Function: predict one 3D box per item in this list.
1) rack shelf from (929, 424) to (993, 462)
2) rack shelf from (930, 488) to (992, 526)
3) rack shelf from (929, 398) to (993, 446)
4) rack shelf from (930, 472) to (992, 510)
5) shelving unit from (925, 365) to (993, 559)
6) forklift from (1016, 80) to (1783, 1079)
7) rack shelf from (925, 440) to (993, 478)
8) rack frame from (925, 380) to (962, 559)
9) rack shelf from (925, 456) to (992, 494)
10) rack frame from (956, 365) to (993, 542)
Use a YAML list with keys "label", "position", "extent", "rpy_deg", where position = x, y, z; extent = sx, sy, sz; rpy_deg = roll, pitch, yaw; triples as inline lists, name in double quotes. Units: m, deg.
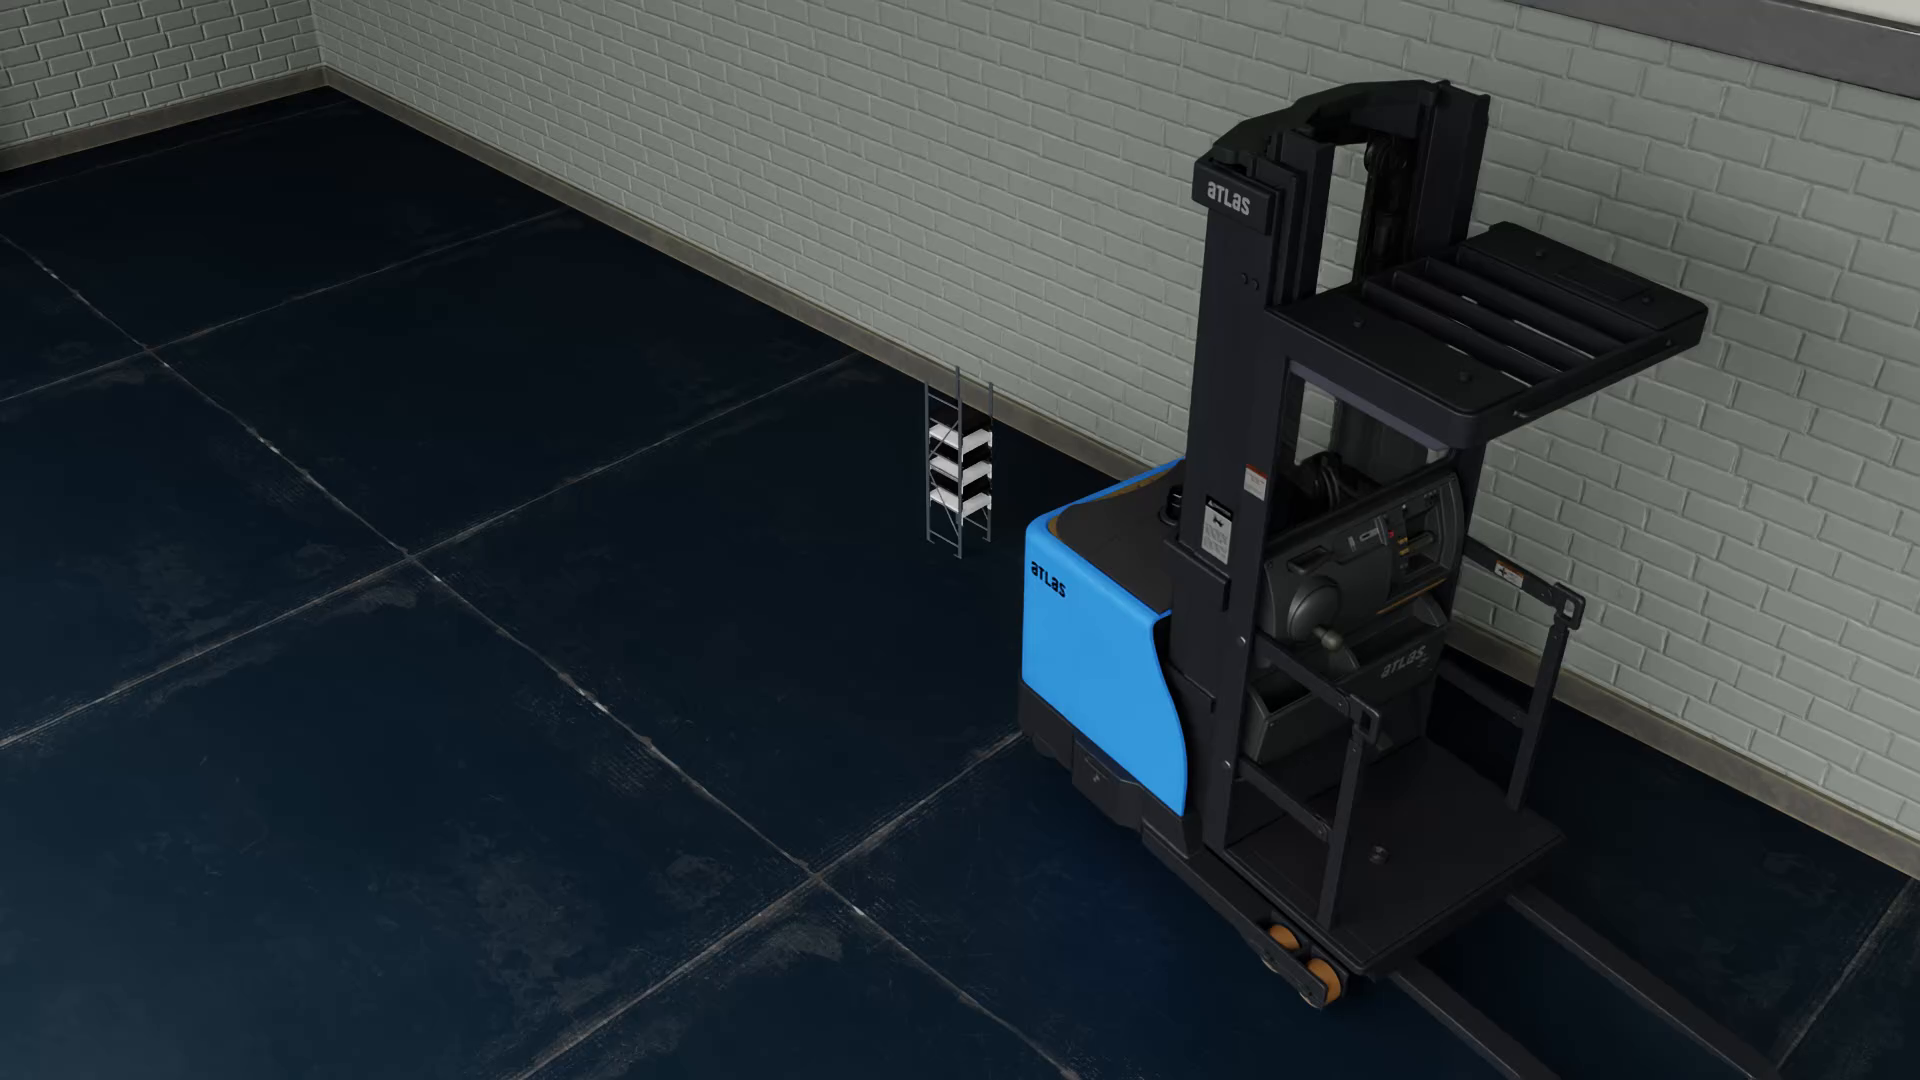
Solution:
- label: "rack shelf"
  position: [-0.006, -0.486, 7.904]
  extent: [0.258, 0.077, 0.200]
  rpy_deg: [30, 45, 35]
- label: "rack shelf"
  position: [-0.006, -0.191, 8.110]
  extent: [0.258, 0.077, 0.200]
  rpy_deg: [30, 45, 35]
- label: "rack shelf"
  position: [-0.006, -0.560, 7.852]
  extent: [0.258, 0.077, 0.200]
  rpy_deg: [30, 45, 35]
- label: "rack shelf"
  position: [-0.006, -0.265, 8.058]
  extent: [0.258, 0.077, 0.200]
  rpy_deg: [30, 45, 35]
- label: "shelving unit"
  position: [-0.006, -0.366, 7.988]
  extent: [0.258, 0.900, 0.210]
  rpy_deg: [30, 45, 35]
- label: "forklift"
  position: [1.505, 0.129, 5.502]
  extent: [1.130, 2.935, 3.031]
  rpy_deg: [-22, 41, -29]
- label: "rack shelf"
  position: [-0.006, -0.412, 7.955]
  extent: [0.258, 0.077, 0.200]
  rpy_deg: [30, 45, 35]
- label: "rack frame"
  position: [-0.077, -0.325, 7.929]
  extent: [0.240, 0.900, 0.006]
  rpy_deg: [30, 45, 35]
- label: "rack shelf"
  position: [-0.006, -0.338, 8.007]
  extent: [0.258, 0.077, 0.200]
  rpy_deg: [30, 45, 35]
- label: "rack frame"
  position: [0.066, -0.407, 8.047]
  extent: [0.240, 0.900, 0.006]
  rpy_deg: [30, 45, 35]
